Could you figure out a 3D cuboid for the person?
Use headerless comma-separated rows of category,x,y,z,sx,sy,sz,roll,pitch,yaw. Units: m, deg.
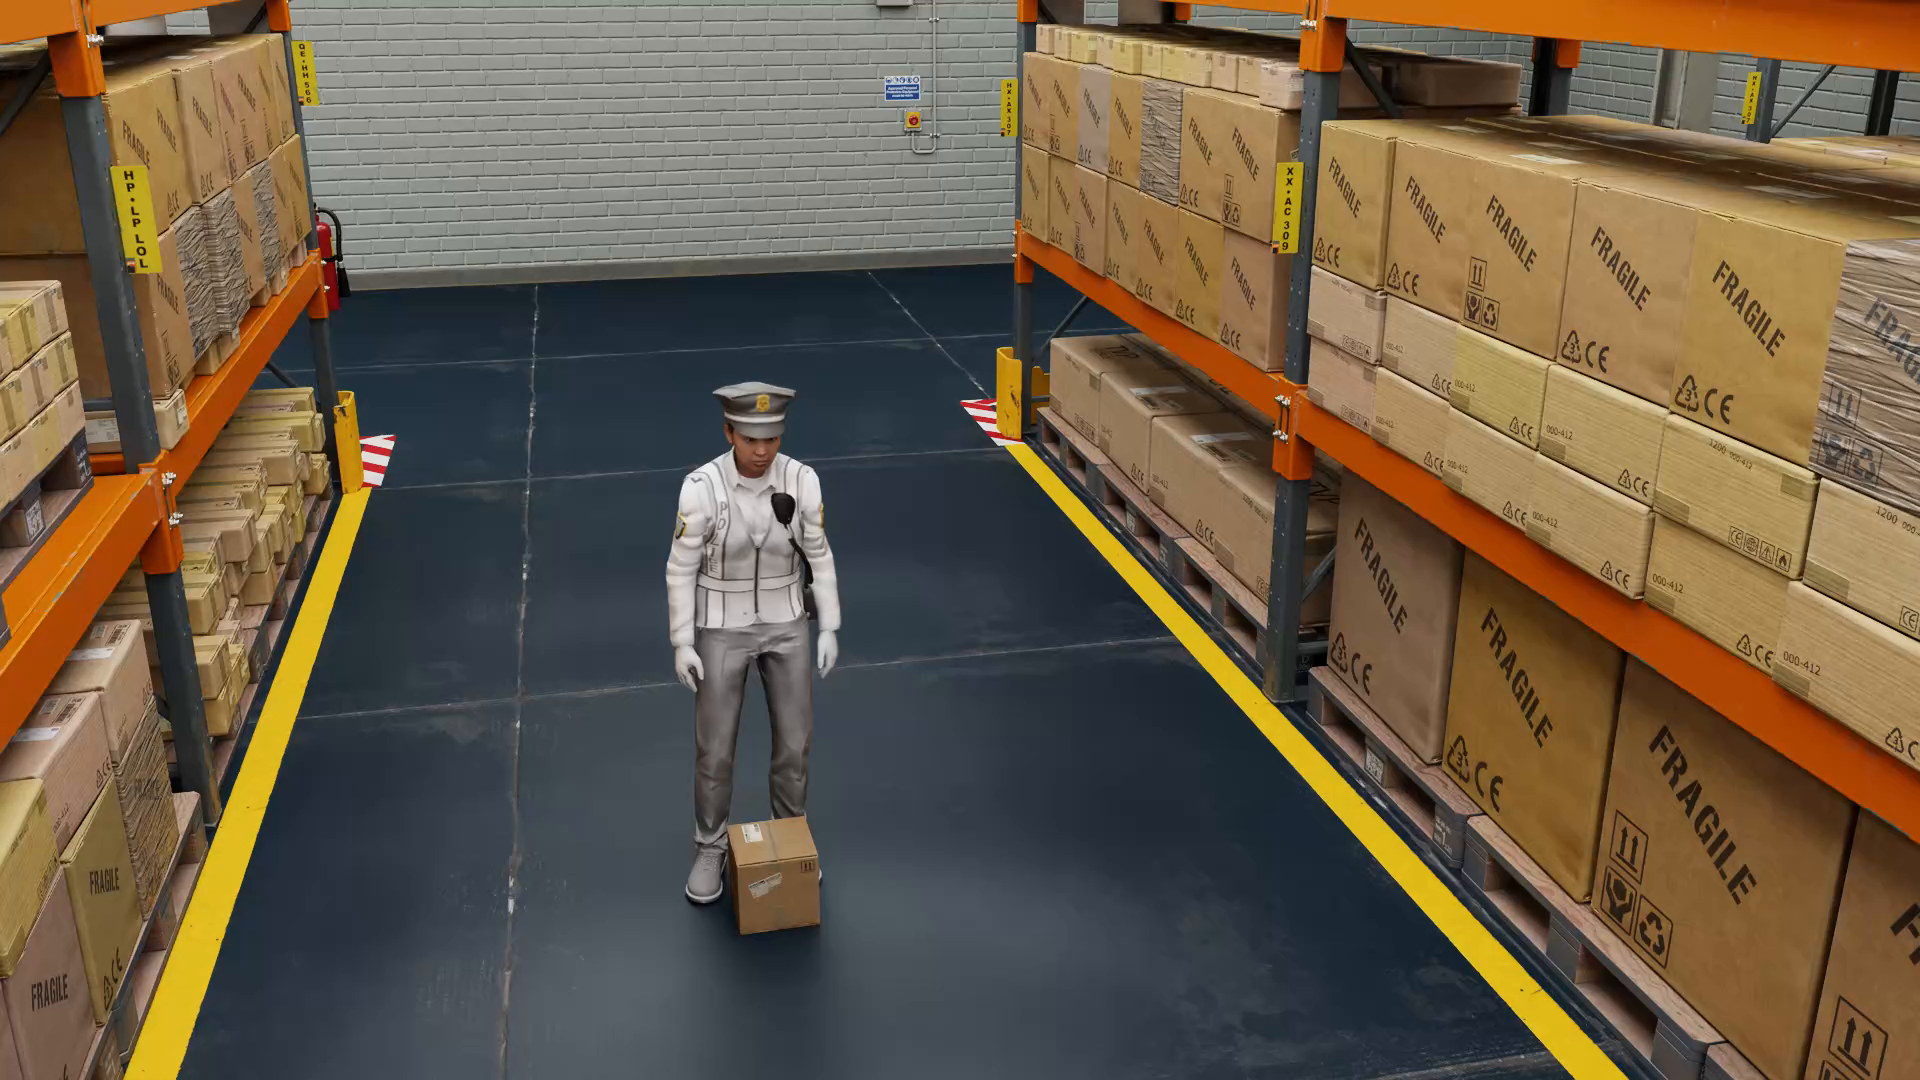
person,-0.641,0.306,5.207,0.546,1.667,0.369,-6,20,-15
